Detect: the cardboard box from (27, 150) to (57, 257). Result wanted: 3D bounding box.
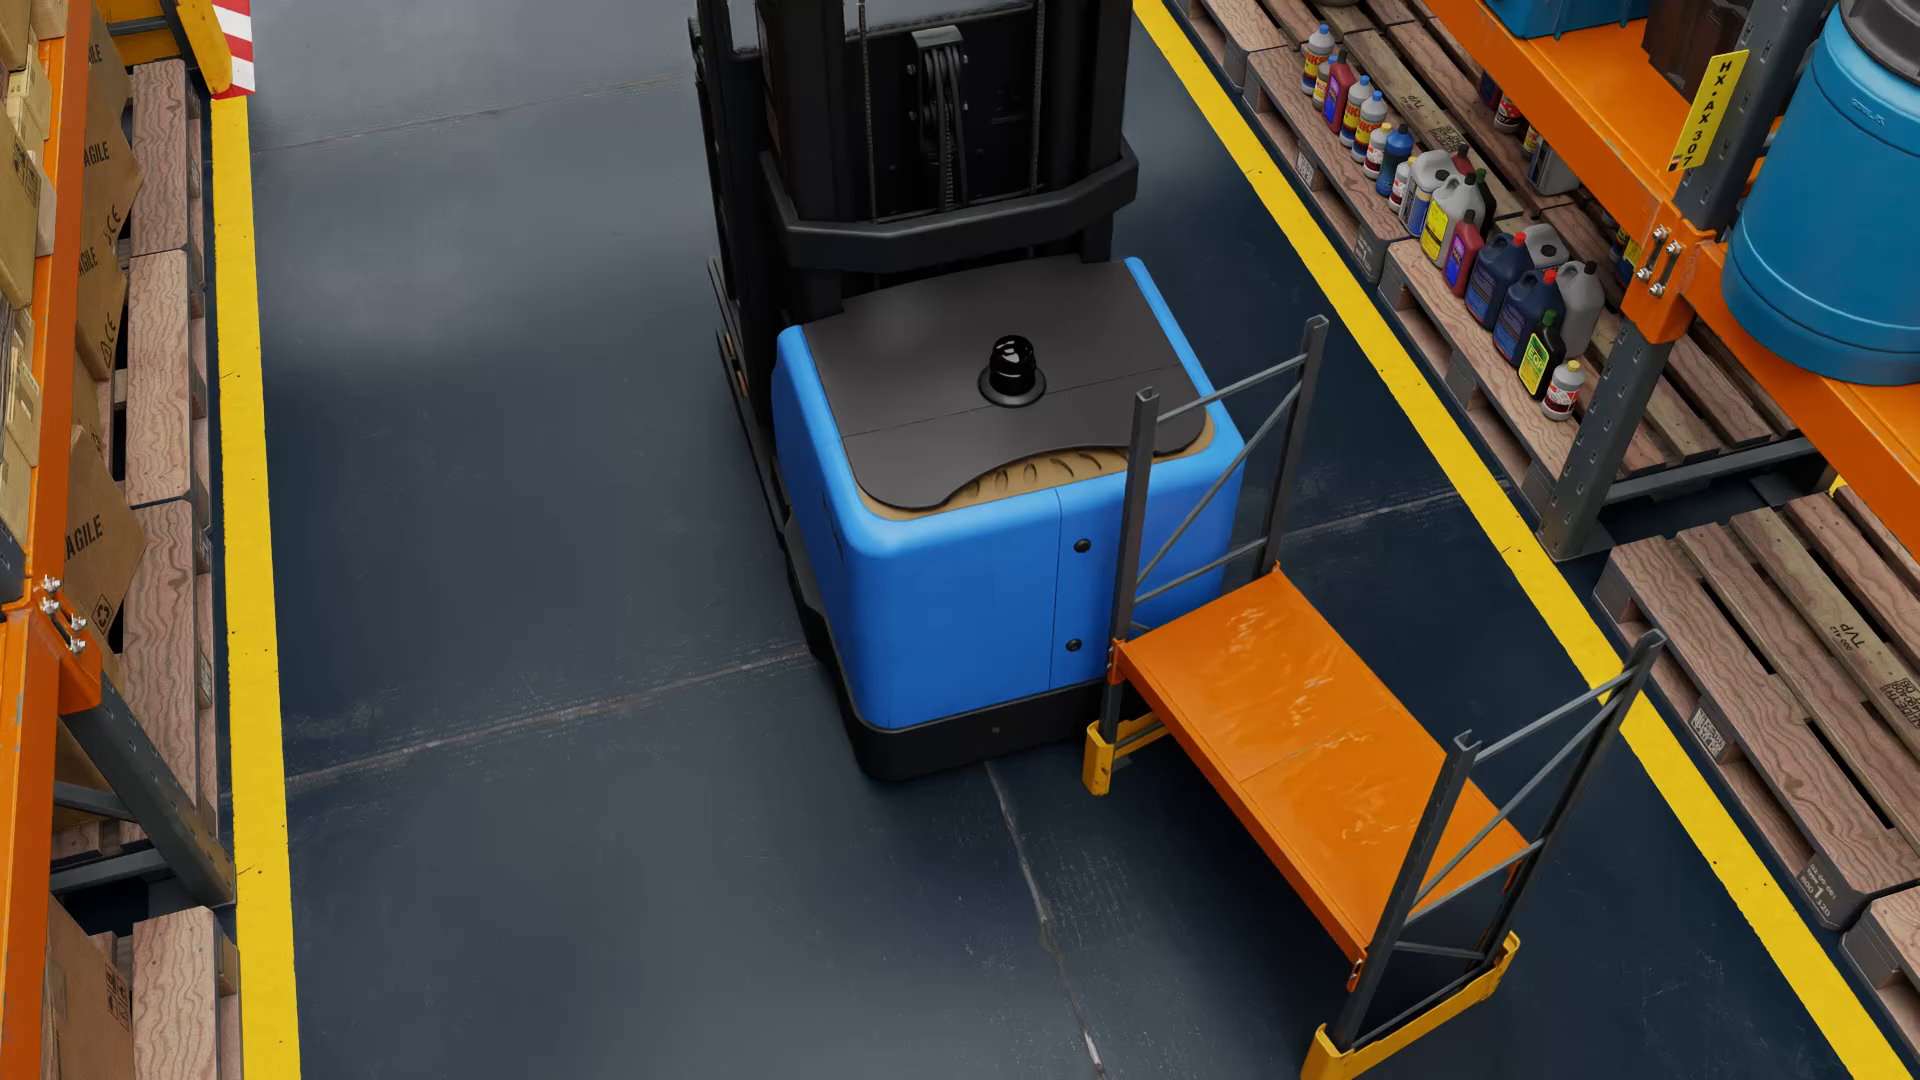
[{"bbox_3d":[-2.477,-0.805,4.131,0.380,0.149,0.250,-13,51,-11],"label":"cardboard box"}]

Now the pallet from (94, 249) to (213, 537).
[{"bbox_3d":[-3.018,-0.403,5.452,1.003,0.211,1.213,-13,51,-11],"label":"pallet"}]

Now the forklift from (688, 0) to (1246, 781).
[{"bbox_3d":[-0.195,-1.436,4.544,1.130,2.935,3.031,-13,51,-11],"label":"forklift"}]

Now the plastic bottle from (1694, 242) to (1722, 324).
[{"bbox_3d":[2.513,-0.872,5.517,0.152,0.276,0.135,-12,51,-10],"label":"plastic bottle"}]

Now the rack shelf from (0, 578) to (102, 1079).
[{"bbox_3d":[-1.829,1.766,2.270,1.077,0.370,4.000,-13,51,-11],"label":"rack shelf"}]

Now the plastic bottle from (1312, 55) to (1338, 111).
[{"bbox_3d":[1.397,-1.738,6.295,0.097,0.201,0.097,0,50,0],"label":"plastic bottle"}]

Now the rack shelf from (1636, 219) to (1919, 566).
[{"bbox_3d":[2.902,0.646,3.214,1.077,0.370,4.000,-13,51,-11],"label":"rack shelf"}]

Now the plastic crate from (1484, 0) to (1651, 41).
[{"bbox_3d":[1.724,-1.745,4.857,0.499,0.251,0.616,-13,51,-11],"label":"plastic crate"}]

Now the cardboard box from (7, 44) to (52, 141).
[{"bbox_3d":[-2.654,-1.163,4.433,0.380,0.149,0.250,-13,51,-11],"label":"cardboard box"}]

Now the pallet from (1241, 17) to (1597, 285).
[{"bbox_3d":[1.787,-1.540,6.410,1.003,0.211,1.213,-13,51,-11],"label":"pallet"}]

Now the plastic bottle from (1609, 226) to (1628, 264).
[{"bbox_3d":[2.310,-1.071,5.688,0.097,0.271,0.097,0,50,0],"label":"plastic bottle"}]

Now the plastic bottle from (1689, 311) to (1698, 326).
[{"bbox_3d":[2.412,-0.850,5.494,0.061,0.283,0.133,-13,51,-11],"label":"plastic bottle"}]

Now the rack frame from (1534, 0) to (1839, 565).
[{"bbox_3d":[2.310,-1.046,4.170,1.000,3.000,0.127,-13,51,-11],"label":"rack frame"}]

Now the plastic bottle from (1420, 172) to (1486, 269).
[{"bbox_3d":[1.692,-1.116,5.674,0.144,0.351,0.185,-14,51,-11],"label":"plastic bottle"}]

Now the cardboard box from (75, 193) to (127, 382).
[{"bbox_3d":[-3.059,-0.828,5.346,0.500,0.500,0.500,-9,50,-8],"label":"cardboard box"}]

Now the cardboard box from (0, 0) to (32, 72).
[{"bbox_3d":[-2.962,-1.487,4.282,0.875,0.500,0.500,-13,51,-11],"label":"cardboard box"}]

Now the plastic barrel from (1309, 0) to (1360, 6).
[{"bbox_3d":[1.543,-2.472,6.725,0.421,0.512,0.421,0,50,0],"label":"plastic barrel"}]

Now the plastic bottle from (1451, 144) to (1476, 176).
[{"bbox_3d":[1.750,-1.238,5.821,0.061,0.283,0.133,-13,51,-11],"label":"plastic bottle"}]

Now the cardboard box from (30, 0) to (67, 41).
[{"bbox_3d":[-2.778,-1.534,4.745,0.380,0.149,0.250,-13,51,-11],"label":"cardboard box"}]

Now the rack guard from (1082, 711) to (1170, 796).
[{"bbox_3d":[0.610,0.502,4.663,0.587,0.250,0.087,-24,54,-19],"label":"rack guard"}]

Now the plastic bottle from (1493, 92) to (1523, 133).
[{"bbox_3d":[2.065,-1.632,6.207,0.097,0.201,0.097,0,50,0],"label":"plastic bottle"}]

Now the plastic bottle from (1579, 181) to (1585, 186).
[{"bbox_3d":[2.287,-1.466,5.969,0.144,0.351,0.185,-14,51,-11],"label":"plastic bottle"}]

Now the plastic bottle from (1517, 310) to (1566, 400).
[{"bbox_3d":[1.853,-0.590,5.274,0.061,0.283,0.133,-11,51,-9],"label":"plastic bottle"}]

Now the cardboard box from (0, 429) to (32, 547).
[{"bbox_3d":[-2.197,-0.071,3.512,0.380,0.149,0.250,-13,51,-11],"label":"cardboard box"}]

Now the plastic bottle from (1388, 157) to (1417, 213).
[{"bbox_3d":[1.587,-1.267,5.899,0.097,0.201,0.097,0,50,0],"label":"plastic bottle"}]

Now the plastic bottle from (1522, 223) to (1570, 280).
[{"bbox_3d":[1.922,-0.908,5.547,0.152,0.276,0.135,-13,51,-11],"label":"plastic bottle"}]

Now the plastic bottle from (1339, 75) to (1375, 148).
[{"bbox_3d":[1.467,-1.585,6.121,0.097,0.271,0.097,0,50,0],"label":"plastic bottle"}]

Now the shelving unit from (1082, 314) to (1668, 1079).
[{"bbox_3d":[0.859,0.427,3.908,0.587,1.500,1.083,-24,54,-19],"label":"shelving unit"}]

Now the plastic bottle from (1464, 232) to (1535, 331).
[{"bbox_3d":[1.788,-0.880,5.475,0.144,0.351,0.185,-16,52,-13],"label":"plastic bottle"}]

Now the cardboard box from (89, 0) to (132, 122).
[{"bbox_3d":[-3.435,-1.718,6.097,0.500,0.500,0.500,-5,50,-4],"label":"cardboard box"}]

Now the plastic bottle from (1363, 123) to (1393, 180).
[{"bbox_3d":[1.526,-1.417,6.026,0.097,0.201,0.097,0,50,0],"label":"plastic bottle"}]

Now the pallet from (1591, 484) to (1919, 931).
[{"bbox_3d":[2.580,0.417,4.760,1.003,0.211,1.213,-13,51,-11],"label":"pallet"}]

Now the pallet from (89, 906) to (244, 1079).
[{"bbox_3d":[-2.189,1.540,3.813,1.003,0.211,1.213,-13,51,-11],"label":"pallet"}]

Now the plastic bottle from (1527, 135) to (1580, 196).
[{"bbox_3d":[2.153,-1.390,5.954,0.152,0.276,0.135,-13,51,-11],"label":"plastic bottle"}]

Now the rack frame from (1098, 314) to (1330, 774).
[{"bbox_3d":[0.600,0.085,4.197,0.500,1.500,0.032,-24,54,-19],"label":"rack frame"}]

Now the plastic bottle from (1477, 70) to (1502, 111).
[{"bbox_3d":[2.036,-1.777,6.275,0.061,0.283,0.133,-13,51,-11],"label":"plastic bottle"}]

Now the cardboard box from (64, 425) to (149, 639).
[{"bbox_3d":[-2.678,0.026,4.627,0.500,0.500,0.500,1,50,1],"label":"cardboard box"}]

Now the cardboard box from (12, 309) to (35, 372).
[{"bbox_3d":[-2.359,-0.433,3.817,0.380,0.149,0.250,-13,51,-11],"label":"cardboard box"}]

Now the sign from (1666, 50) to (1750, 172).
[{"bbox_3d":[1.782,-1.019,3.966,0.100,0.325,0.005,-13,51,-11],"label":"sign"}]

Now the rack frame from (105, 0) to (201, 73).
[{"bbox_3d":[-3.604,-2.848,5.689,1.000,3.000,0.127,-13,51,-11],"label":"rack frame"}]

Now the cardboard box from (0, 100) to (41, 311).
[{"bbox_3d":[-2.609,-0.771,3.678,0.875,0.500,0.500,-13,51,-11],"label":"cardboard box"}]
